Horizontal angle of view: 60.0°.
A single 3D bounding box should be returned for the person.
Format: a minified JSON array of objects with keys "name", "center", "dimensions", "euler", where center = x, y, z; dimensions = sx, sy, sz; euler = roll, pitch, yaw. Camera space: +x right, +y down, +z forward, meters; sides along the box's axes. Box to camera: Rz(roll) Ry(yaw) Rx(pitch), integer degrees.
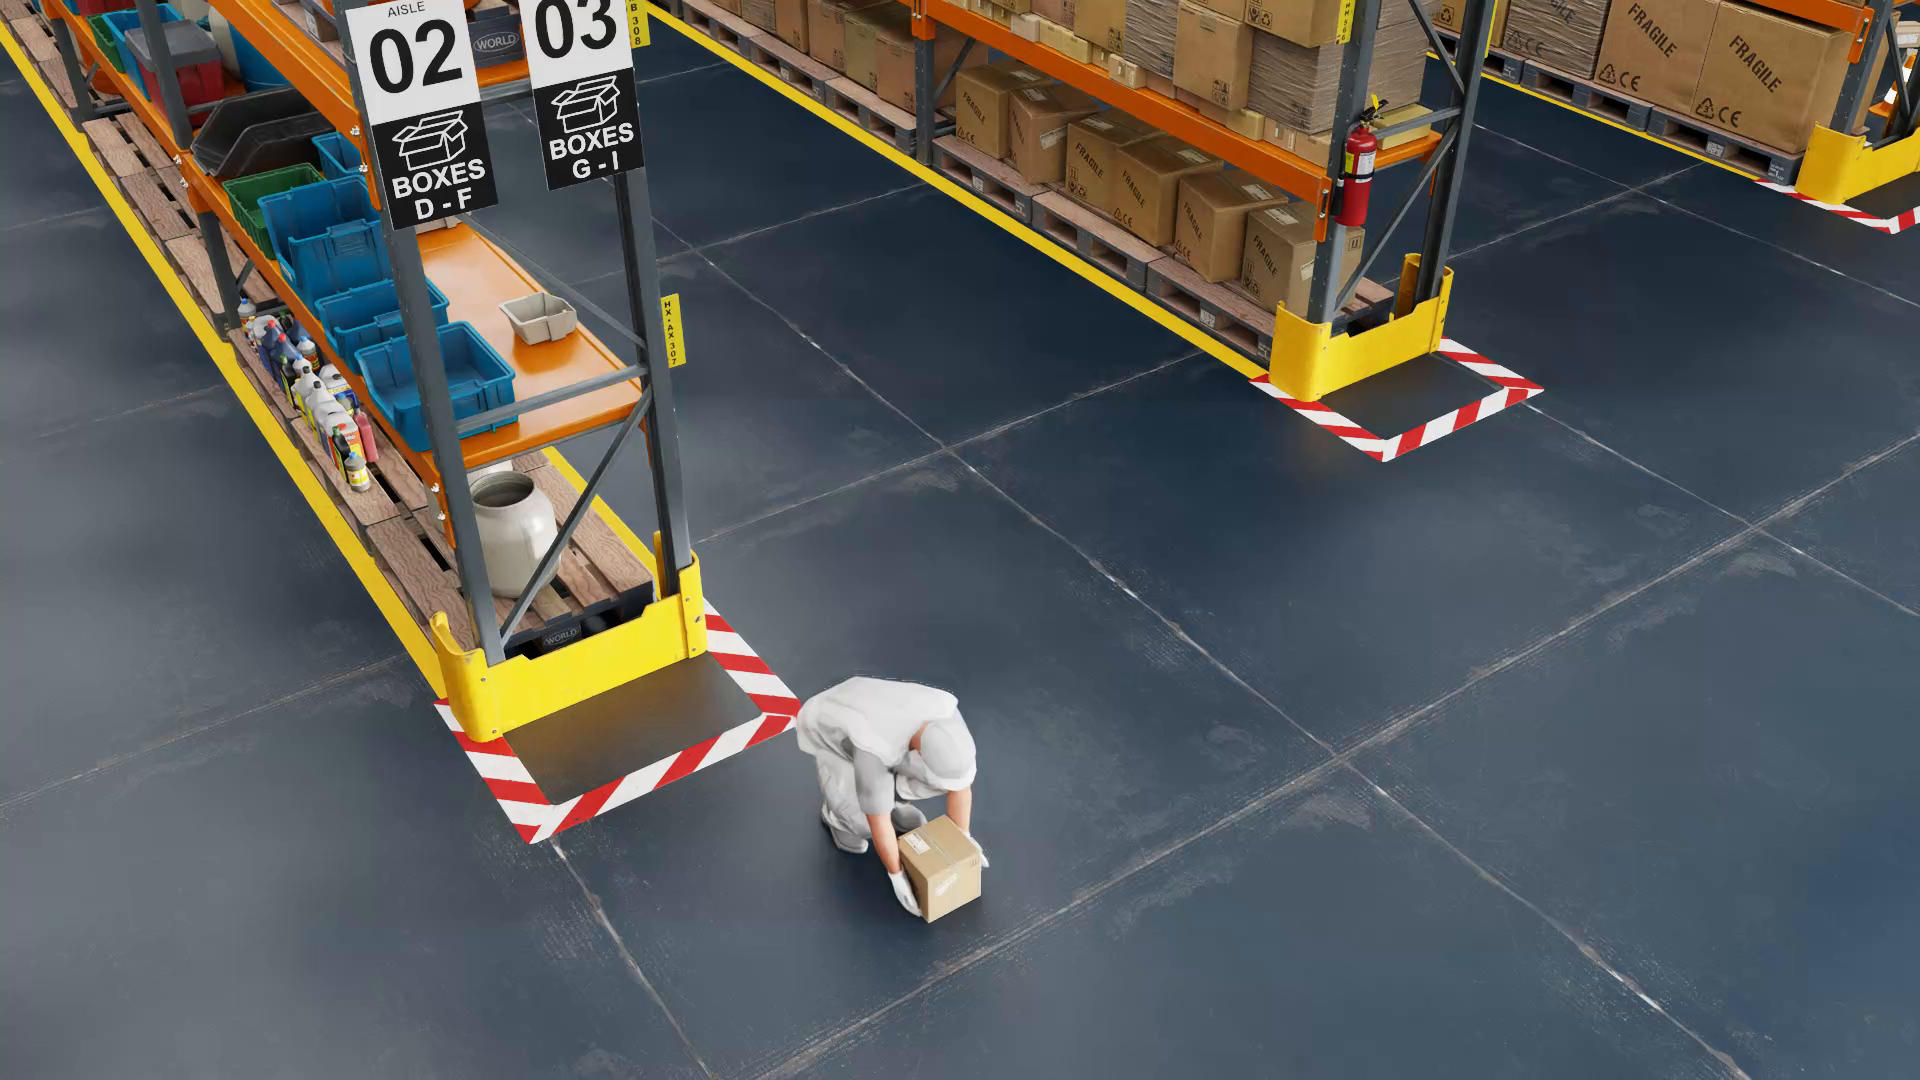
[{"name":"person","center":[-0.272,0.891,6.570],"dimensions":[0.562,0.878,0.891],"euler":[-22,42,-28]}]
